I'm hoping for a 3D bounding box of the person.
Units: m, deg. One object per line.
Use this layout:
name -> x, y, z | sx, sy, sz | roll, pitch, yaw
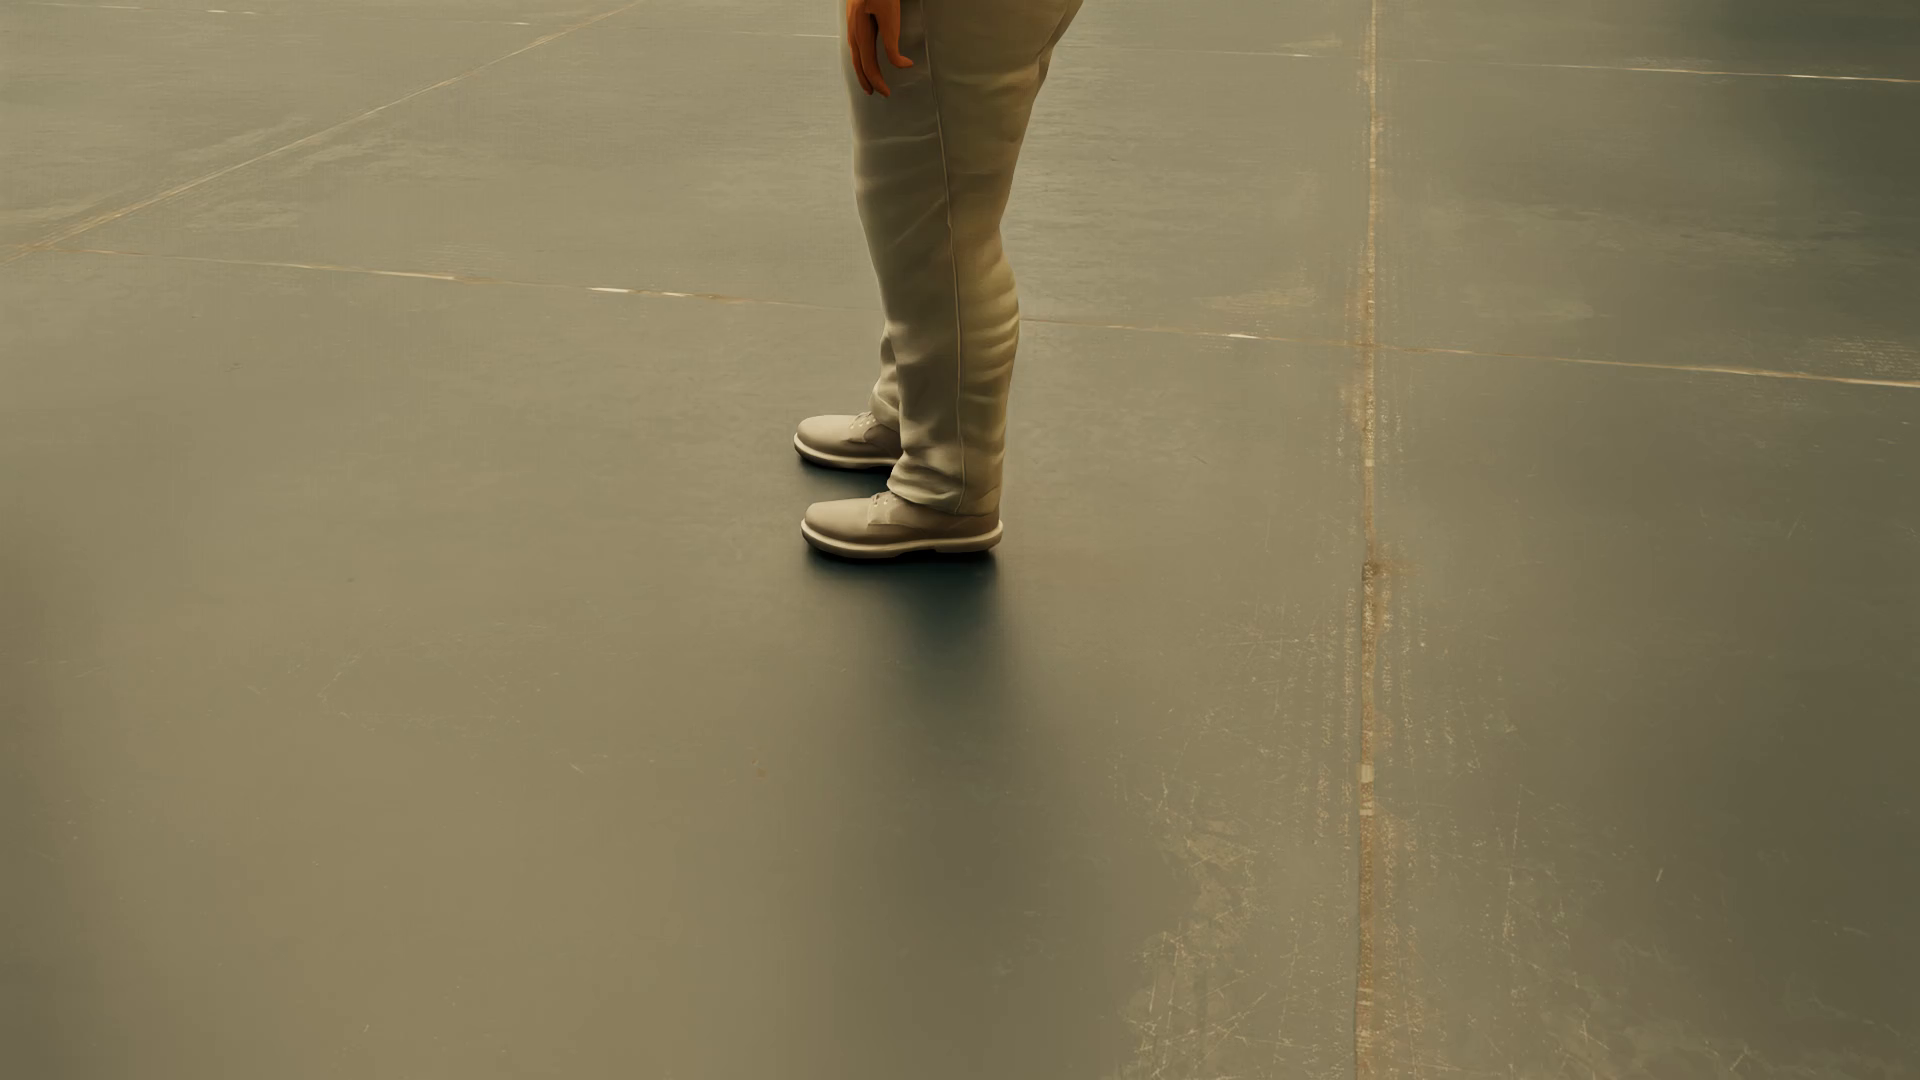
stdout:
person -> -0.070, -0.768, 2.156 | 0.529, 1.670, 0.597 | 6, 27, 11
